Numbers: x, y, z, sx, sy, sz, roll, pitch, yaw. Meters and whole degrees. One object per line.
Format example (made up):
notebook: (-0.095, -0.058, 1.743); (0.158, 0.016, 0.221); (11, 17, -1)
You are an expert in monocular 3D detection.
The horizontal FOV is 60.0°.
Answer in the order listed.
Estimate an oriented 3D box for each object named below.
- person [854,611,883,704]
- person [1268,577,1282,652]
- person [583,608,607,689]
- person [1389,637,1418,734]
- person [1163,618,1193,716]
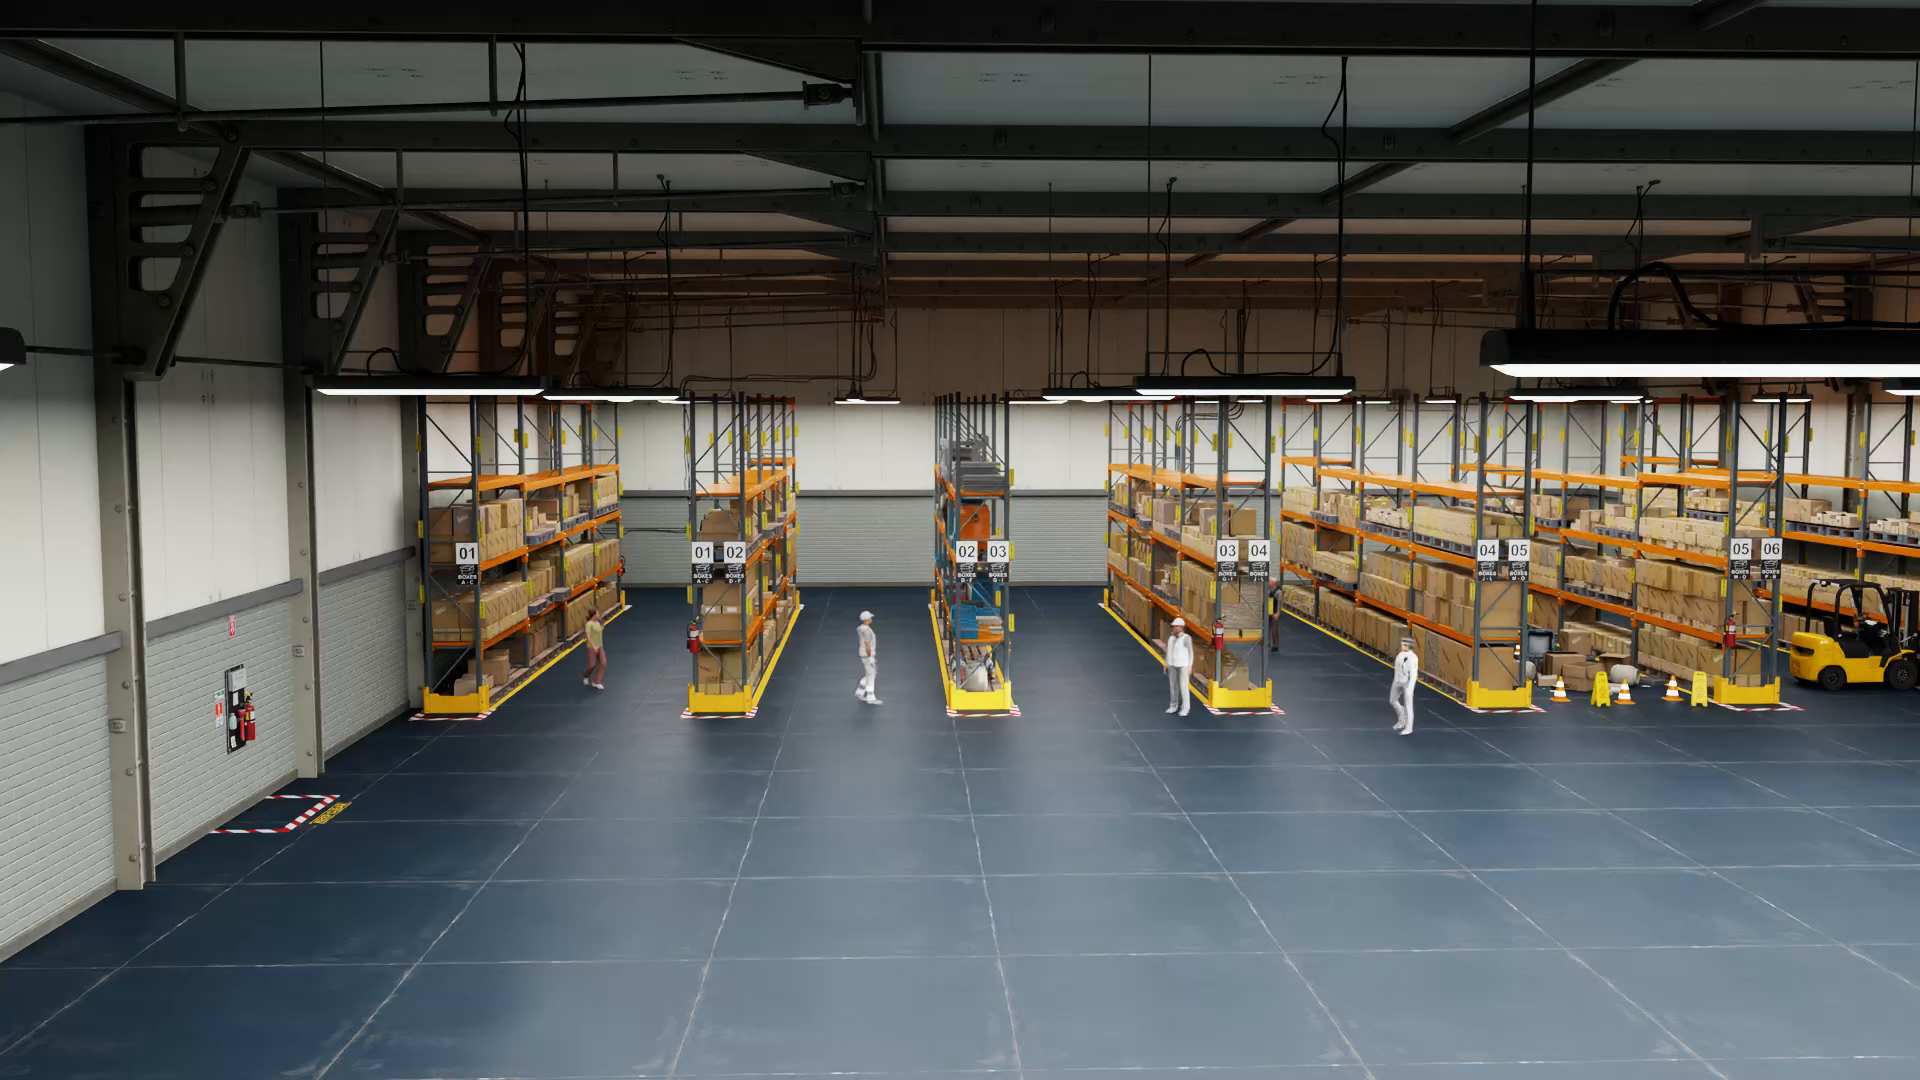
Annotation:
person: (-1.774, 2.260, 32.164); (0.521, 1.791, 0.625); (-1, 5, -9)
person: (7.317, 1.751, 39.064); (0.570, 1.742, 0.405); (4, 6, 42)
person: (-7.454, 2.198, 33.947); (0.628, 1.632, 0.528); (3, 6, 37)
person: (7.808, 2.553, 29.239); (0.437, 1.678, 0.570); (-3, 5, -32)
person: (4.065, 2.354, 31.054); (0.378, 1.796, 0.566); (-4, 6, -44)
